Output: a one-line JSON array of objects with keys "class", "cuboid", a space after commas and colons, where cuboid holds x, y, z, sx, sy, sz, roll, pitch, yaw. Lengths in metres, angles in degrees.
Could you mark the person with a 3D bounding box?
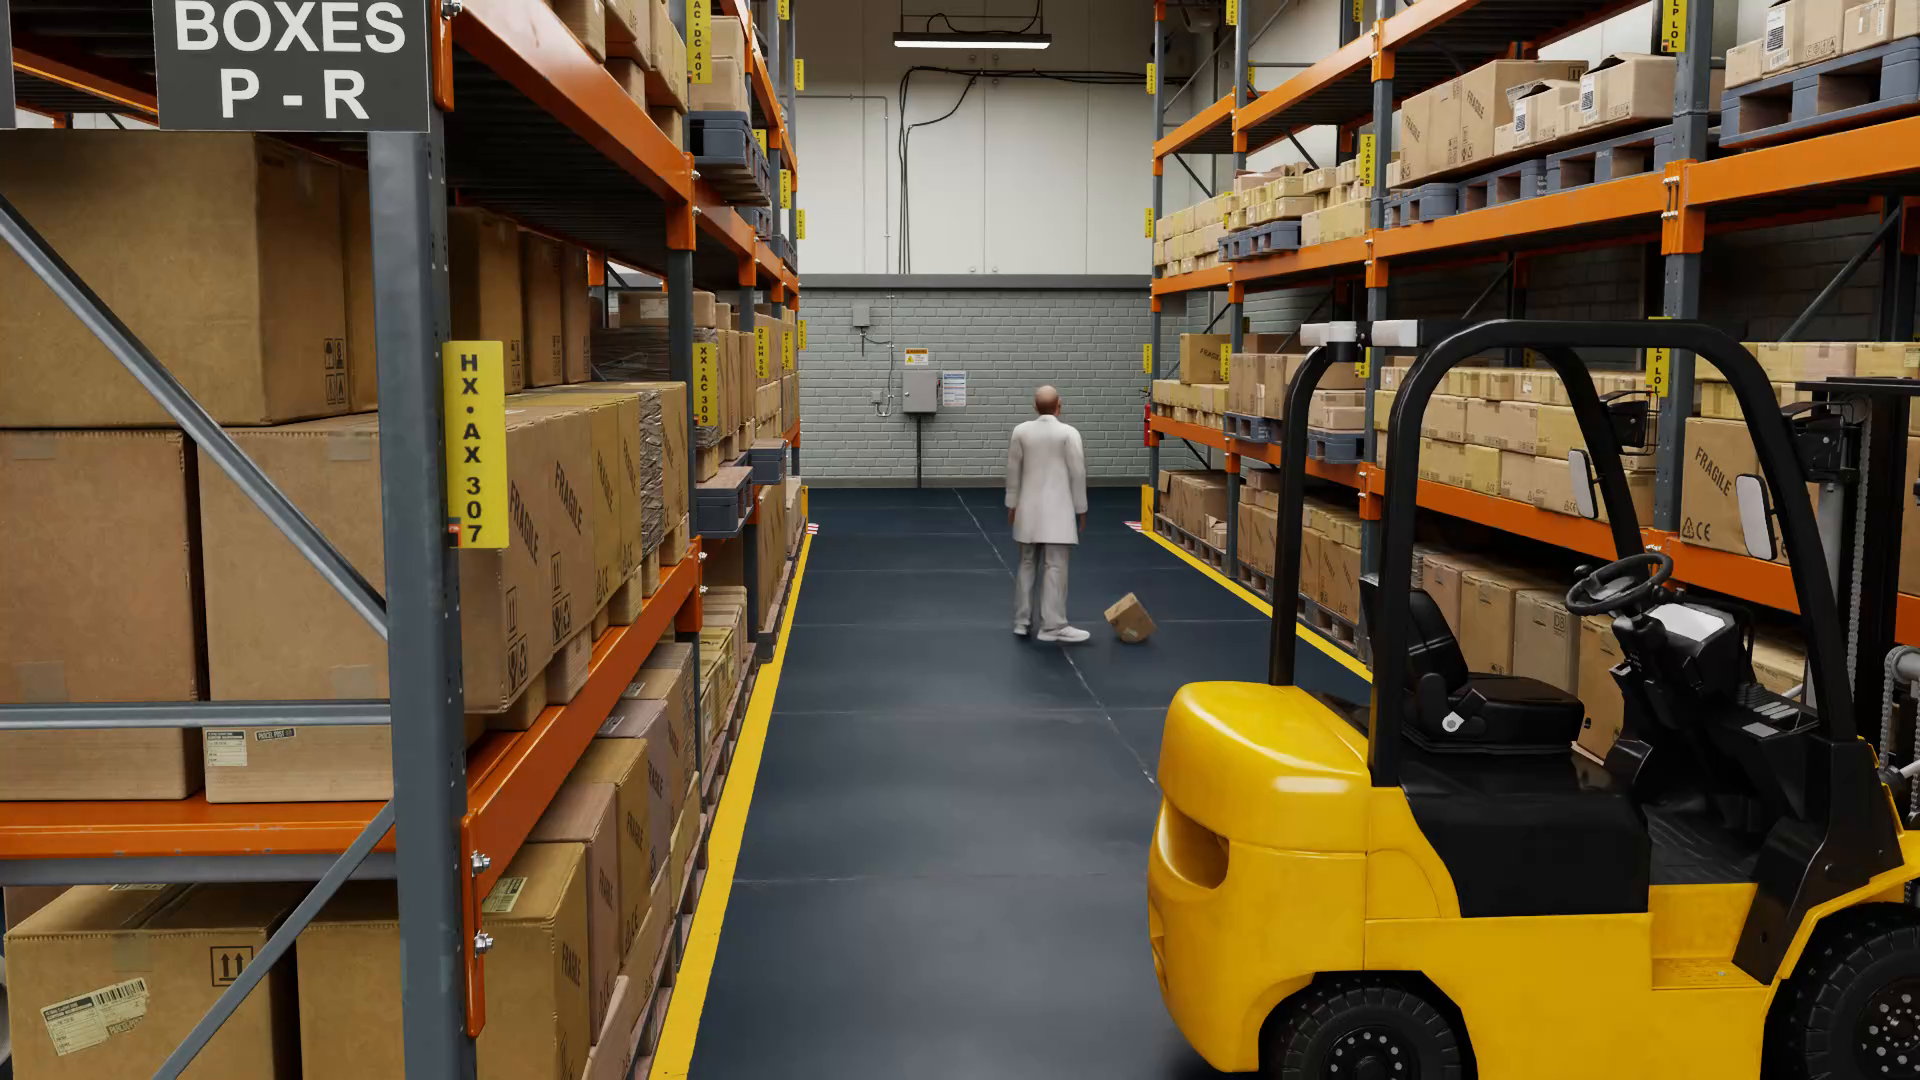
[{"class": "person", "cuboid": [0.614, -0.199, 11.742, 0.689, 1.778, 0.455, 4, 8, 32]}]
